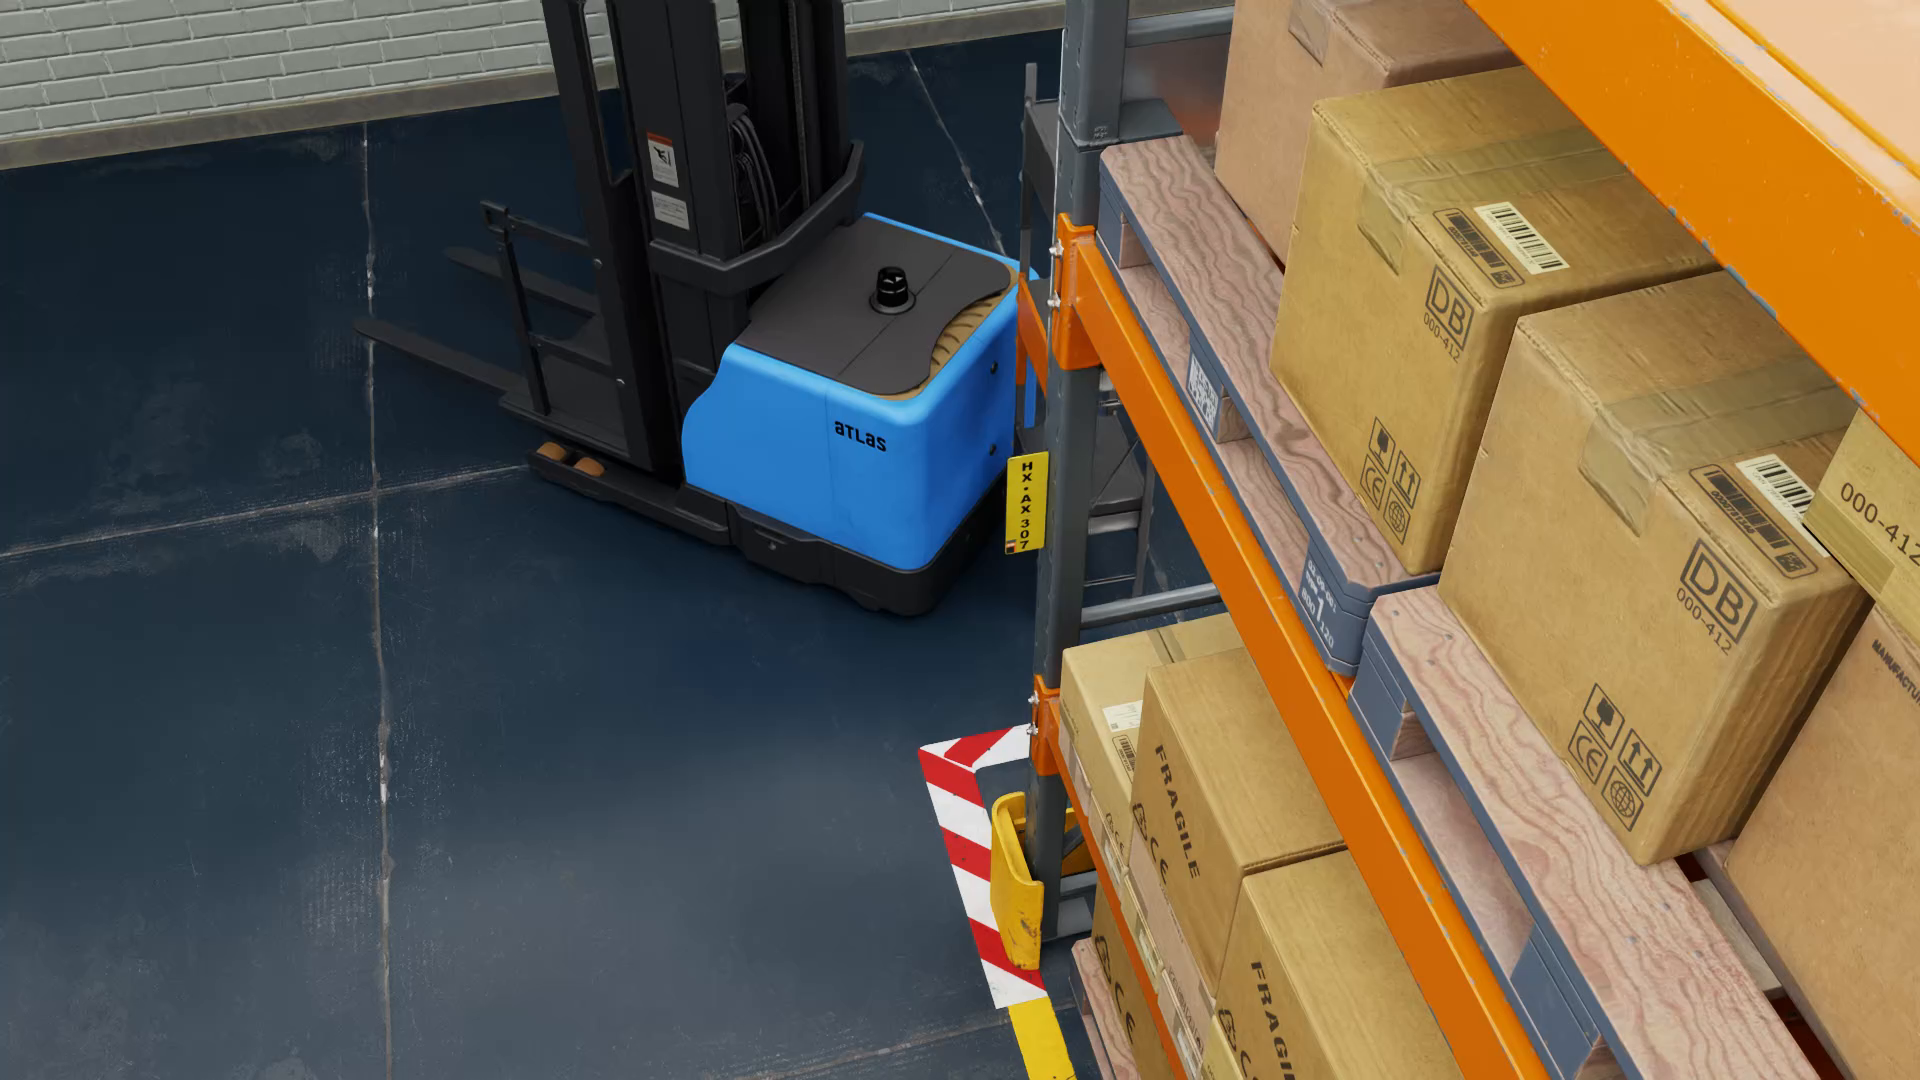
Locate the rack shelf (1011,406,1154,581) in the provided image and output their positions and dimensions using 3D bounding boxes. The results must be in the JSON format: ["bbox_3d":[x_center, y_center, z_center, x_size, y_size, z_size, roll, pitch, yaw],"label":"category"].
[{"bbox_3d":[0.459,-0.139,6.416,0.431,0.518,0.480,-9,46,-9],"label":"rack shelf"}]

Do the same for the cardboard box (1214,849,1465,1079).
[{"bbox_3d":[0.829,0.914,3.126,0.500,0.500,0.500,-12,47,-11],"label":"cardboard box"}]

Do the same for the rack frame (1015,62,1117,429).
[{"bbox_3d":[0.407,-0.809,6.073,0.400,2.100,0.015,-9,46,-9],"label":"rack frame"}]

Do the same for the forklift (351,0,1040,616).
[{"bbox_3d":[-1.221,-1.511,6.178,3.031,2.935,1.130,22,49,20],"label":"forklift"}]

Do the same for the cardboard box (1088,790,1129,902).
[{"bbox_3d":[0.540,0.716,4.124,0.380,0.149,0.250,-11,47,-11],"label":"cardboard box"}]

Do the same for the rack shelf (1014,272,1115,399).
[{"bbox_3d":[0.459,-0.629,5.916,0.431,0.518,0.480,-9,46,-9],"label":"rack shelf"}]

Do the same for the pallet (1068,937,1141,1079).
[{"bbox_3d":[0.981,1.659,4.976,1.003,0.211,1.213,-11,47,-10],"label":"pallet"}]

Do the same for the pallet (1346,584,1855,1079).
[{"bbox_3d":[1.217,0.481,2.140,1.003,0.211,1.213,-11,47,-10],"label":"pallet"}]

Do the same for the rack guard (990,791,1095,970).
[{"bbox_3d":[0.695,1.004,5.416,1.175,0.500,0.348,-11,47,-10],"label":"rack guard"}]

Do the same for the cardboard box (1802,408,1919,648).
[{"bbox_3d":[1.208,0.013,1.578,0.500,0.250,0.500,-12,47,-12],"label":"cardboard box"}]

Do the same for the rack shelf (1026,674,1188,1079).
[{"bbox_3d":[1.213,1.778,3.411,1.077,0.370,4.000,-11,47,-10],"label":"rack shelf"}]

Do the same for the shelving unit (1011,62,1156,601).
[{"bbox_3d":[0.459,-0.639,5.906,0.431,2.100,0.503,-9,46,-9],"label":"shelving unit"}]

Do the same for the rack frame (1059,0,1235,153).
[{"bbox_3d":[0.701,-1.954,2.364,1.000,3.000,0.127,-11,47,-10],"label":"rack frame"}]

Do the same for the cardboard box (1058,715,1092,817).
[{"bbox_3d":[0.473,0.539,4.297,0.380,0.149,0.250,-10,46,-10],"label":"cardboard box"}]

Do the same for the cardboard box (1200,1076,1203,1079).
[{"bbox_3d":[0.737,1.248,3.603,0.380,0.149,0.250,-12,47,-11],"label":"cardboard box"}]

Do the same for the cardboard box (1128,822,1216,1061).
[{"bbox_3d":[0.702,0.832,3.731,0.500,0.250,0.500,-11,47,-11],"label":"cardboard box"}]

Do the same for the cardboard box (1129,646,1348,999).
[{"bbox_3d":[0.691,0.557,3.475,0.500,0.500,0.500,-12,47,-11],"label":"cardboard box"}]

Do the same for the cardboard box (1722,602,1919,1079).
[{"bbox_3d":[1.336,0.352,1.770,0.700,0.500,0.500,-9,46,-9],"label":"cardboard box"}]

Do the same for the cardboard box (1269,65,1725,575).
[{"bbox_3d":[0.913,-0.362,2.470,0.700,0.500,0.500,-12,47,-12],"label":"cardboard box"}]

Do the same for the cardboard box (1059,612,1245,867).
[{"bbox_3d":[0.563,0.475,4.081,0.500,0.250,0.500,-12,47,-11],"label":"cardboard box"}]

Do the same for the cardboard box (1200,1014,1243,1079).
[{"bbox_3d":[0.827,1.180,3.390,0.500,0.250,0.500,-12,47,-12],"label":"cardboard box"}]

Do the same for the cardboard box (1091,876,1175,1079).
[{"bbox_3d":[0.942,1.170,4.697,0.875,0.875,0.875,-11,47,-10],"label":"cardboard box"}]

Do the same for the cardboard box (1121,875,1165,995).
[{"bbox_3d":[0.606,0.893,3.951,0.380,0.149,0.250,-12,47,-11],"label":"cardboard box"}]

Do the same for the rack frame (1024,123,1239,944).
[{"bbox_3d":[0.701,0.146,4.507,1.000,3.000,0.127,-11,47,-10],"label":"rack frame"}]

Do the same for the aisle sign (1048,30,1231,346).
[{"bbox_3d":[0.392,-0.759,3.574,0.394,0.787,0.004,-11,47,-10],"label":"aisle sign"}]

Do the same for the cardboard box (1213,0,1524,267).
[{"bbox_3d":[0.886,-0.772,2.872,0.700,0.500,0.500,-13,47,-13],"label":"cardboard box"}]

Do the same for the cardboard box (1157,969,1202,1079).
[{"bbox_3d":[0.673,1.072,3.775,0.380,0.149,0.250,-11,47,-11],"label":"cardboard box"}]

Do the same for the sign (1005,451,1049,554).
[{"bbox_3d":[0.163,-0.088,4.074,0.100,0.325,0.005,-11,47,-10],"label":"sign"}]

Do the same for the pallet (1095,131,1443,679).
[{"bbox_3d":[0.901,-0.363,2.967,1.003,0.211,1.213,-11,47,-10],"label":"pallet"}]

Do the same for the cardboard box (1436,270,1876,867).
[{"bbox_3d":[1.092,-0.013,2.129,0.700,0.500,0.500,-14,47,-13],"label":"cardboard box"}]

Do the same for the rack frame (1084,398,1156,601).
[{"bbox_3d":[0.512,-0.469,5.739,0.400,2.100,0.015,-9,46,-9],"label":"rack frame"}]

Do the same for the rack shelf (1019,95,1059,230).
[{"bbox_3d":[0.459,-1.119,5.416,0.431,0.518,0.480,-9,46,-9],"label":"rack shelf"}]

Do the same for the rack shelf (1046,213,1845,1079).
[{"bbox_3d":[1.213,0.728,2.340,1.077,0.370,4.000,-11,47,-10],"label":"rack shelf"}]
